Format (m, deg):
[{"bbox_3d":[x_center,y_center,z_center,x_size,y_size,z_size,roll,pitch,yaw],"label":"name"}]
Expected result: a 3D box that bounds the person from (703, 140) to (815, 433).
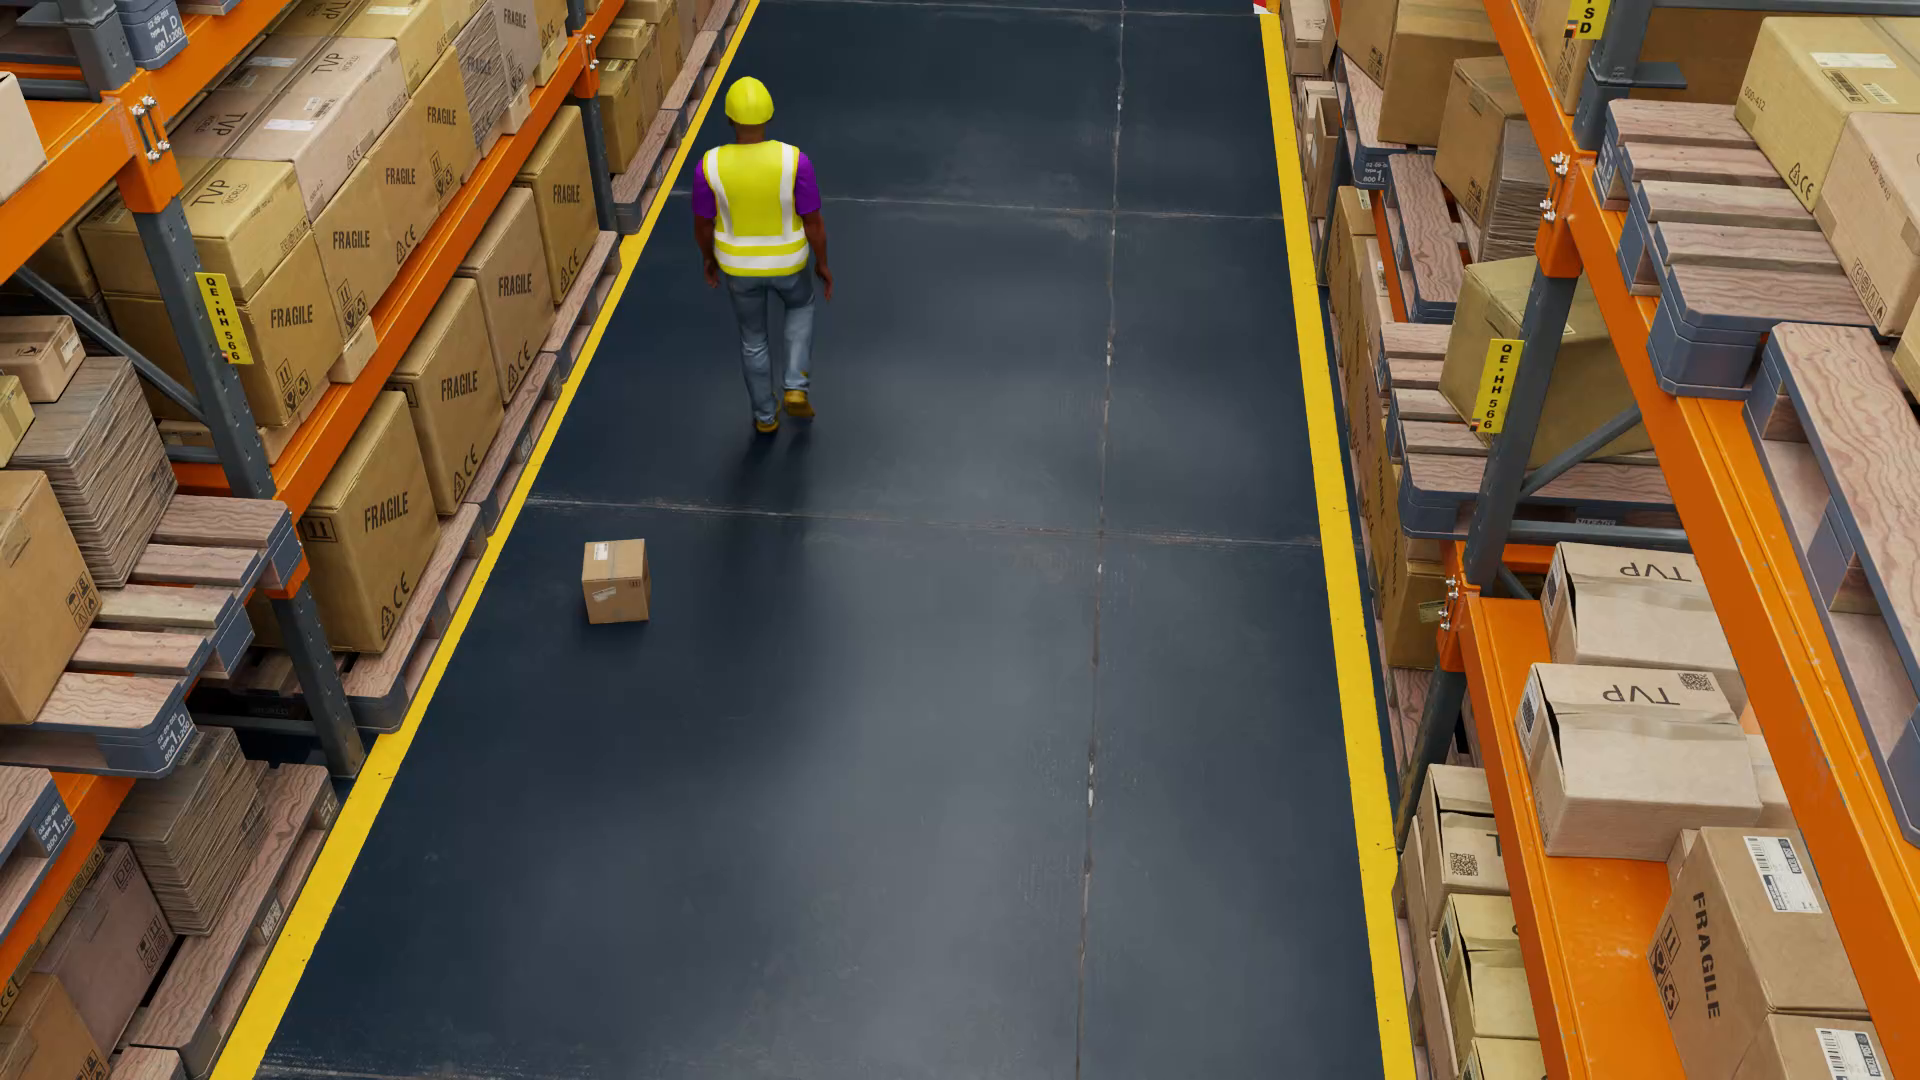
[{"bbox_3d":[7.465,2.041,2.560,15.830,3.178,14.058,-4,40,-5],"label":"person"}]
